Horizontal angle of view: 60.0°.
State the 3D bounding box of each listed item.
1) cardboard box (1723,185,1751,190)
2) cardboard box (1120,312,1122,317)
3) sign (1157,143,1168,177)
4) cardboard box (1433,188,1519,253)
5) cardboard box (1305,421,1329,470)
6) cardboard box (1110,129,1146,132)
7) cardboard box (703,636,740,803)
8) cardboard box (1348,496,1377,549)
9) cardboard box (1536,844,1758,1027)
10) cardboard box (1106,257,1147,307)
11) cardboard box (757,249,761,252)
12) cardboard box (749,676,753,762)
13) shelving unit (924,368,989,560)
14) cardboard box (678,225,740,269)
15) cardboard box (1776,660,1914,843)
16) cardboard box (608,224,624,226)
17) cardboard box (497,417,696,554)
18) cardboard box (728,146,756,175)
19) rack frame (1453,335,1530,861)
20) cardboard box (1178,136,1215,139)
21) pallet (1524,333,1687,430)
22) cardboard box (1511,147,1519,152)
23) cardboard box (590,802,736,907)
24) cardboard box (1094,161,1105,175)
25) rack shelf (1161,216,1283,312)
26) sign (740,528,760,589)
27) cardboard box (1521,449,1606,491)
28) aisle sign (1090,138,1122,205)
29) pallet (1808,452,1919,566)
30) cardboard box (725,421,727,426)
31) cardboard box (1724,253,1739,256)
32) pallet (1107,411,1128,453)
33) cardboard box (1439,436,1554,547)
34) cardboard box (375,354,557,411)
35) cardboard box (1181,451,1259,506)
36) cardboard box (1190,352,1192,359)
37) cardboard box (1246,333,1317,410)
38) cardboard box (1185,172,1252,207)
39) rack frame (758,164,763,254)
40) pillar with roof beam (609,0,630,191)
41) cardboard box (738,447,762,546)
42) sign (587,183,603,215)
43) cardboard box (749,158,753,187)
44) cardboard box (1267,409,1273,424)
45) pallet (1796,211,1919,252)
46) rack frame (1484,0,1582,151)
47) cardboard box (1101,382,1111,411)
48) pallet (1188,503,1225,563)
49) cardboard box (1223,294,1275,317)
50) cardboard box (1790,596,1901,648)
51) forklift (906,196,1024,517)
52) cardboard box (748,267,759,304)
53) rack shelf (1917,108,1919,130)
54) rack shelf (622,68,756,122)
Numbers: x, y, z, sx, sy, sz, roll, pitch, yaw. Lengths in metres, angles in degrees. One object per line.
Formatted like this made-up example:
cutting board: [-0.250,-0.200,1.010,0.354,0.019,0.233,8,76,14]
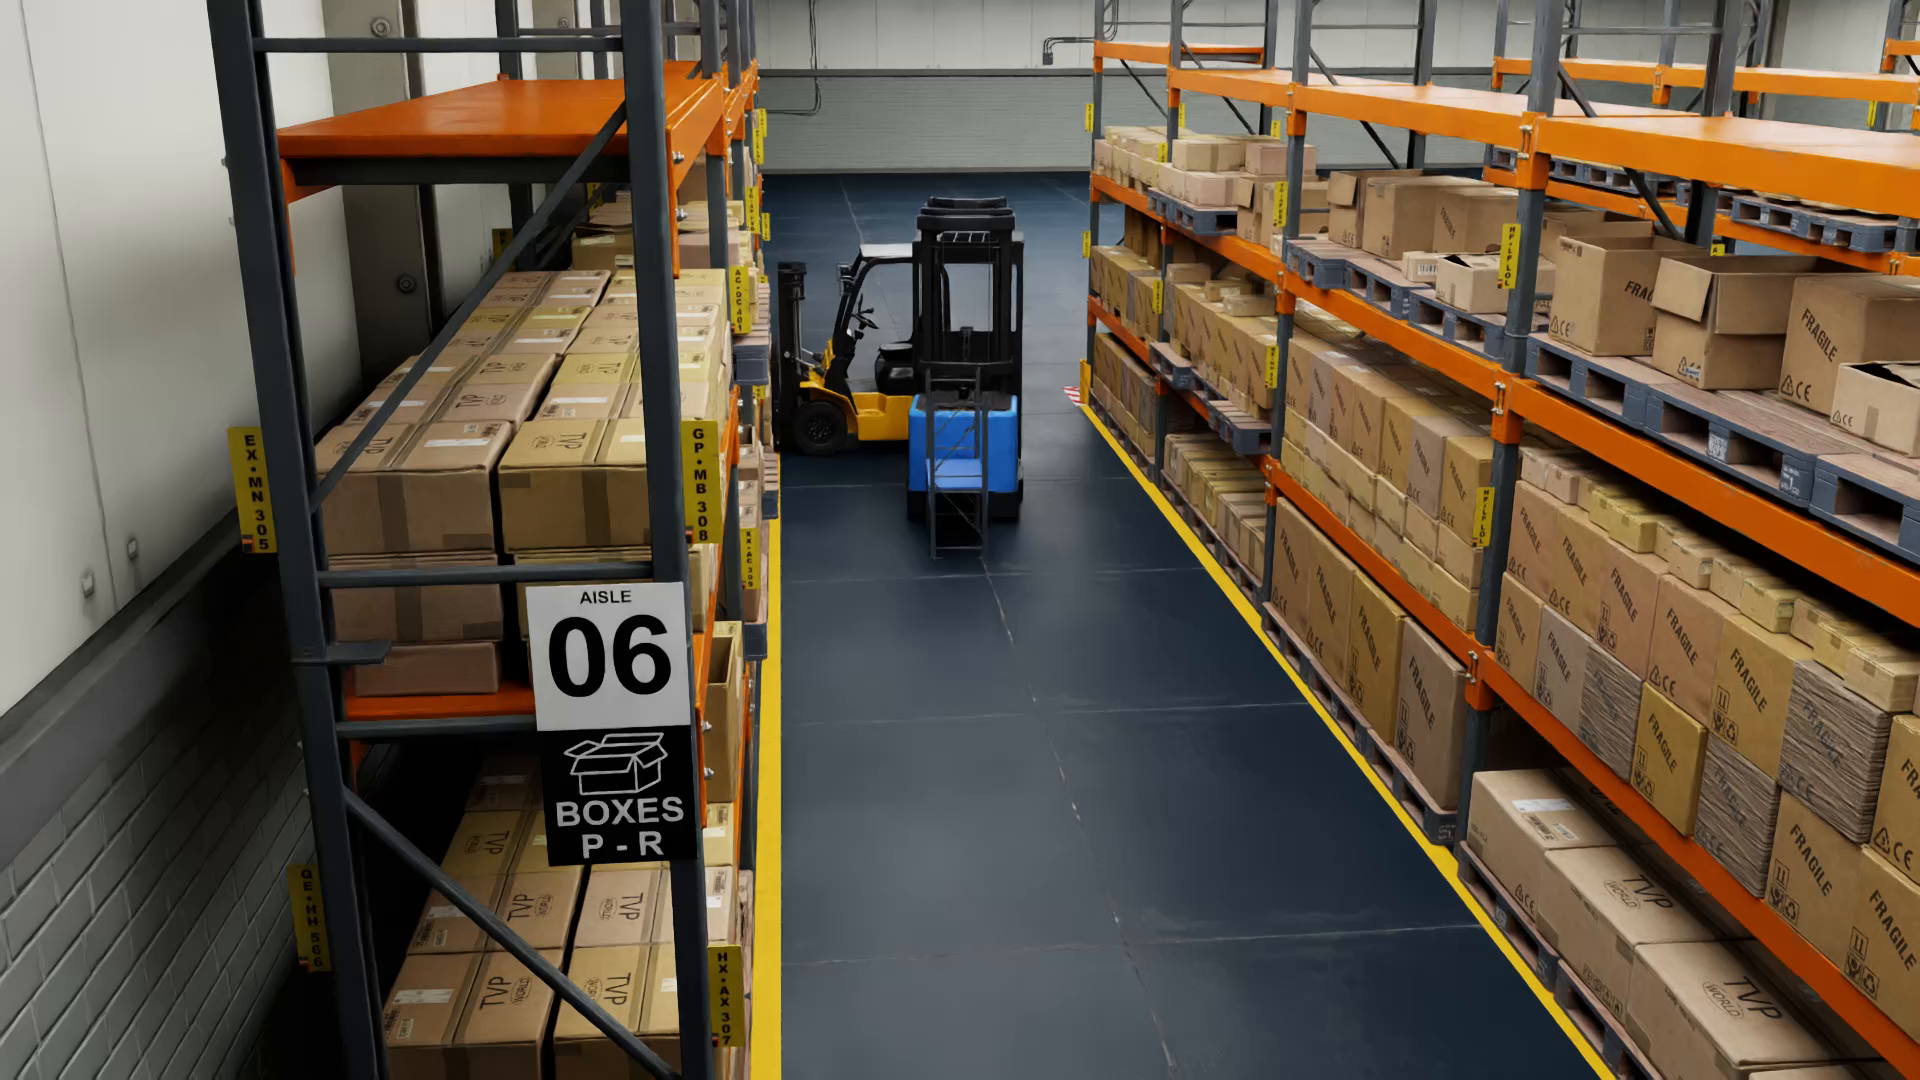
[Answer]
cardboard box: [7.296,-3.328,15.386,0.380,0.149,0.250,-2,18,-6]
cardboard box: [2.028,-2.589,18.908,0.380,0.149,0.250,-1,17,-4]
sign: [1.958,-3.670,16.060,0.100,0.325,0.005,-2,18,-6]
cardboard box: [3.380,-1.982,10.680,0.500,0.500,0.500,-2,18,-5]
cardboard box: [2.769,-0.674,11.803,0.500,0.250,0.500,-1,17,-4]
cardboard box: [1.925,-4.631,19.074,0.380,0.149,0.250,-2,18,-6]
cardboard box: [-1.136,0.700,6.514,0.500,0.500,0.500,-1,17,-4]
cardboard box: [2.883,-0.138,10.933,0.500,0.250,0.500,-2,18,-6]
cardboard box: [3.373,1.852,7.921,0.875,0.438,0.875,-2,18,-7]
cardboard box: [1.968,-2.937,18.933,0.500,0.500,0.500,-2,18,-7]
cardboard box: [-2.406,-3.147,18.519,0.380,0.149,0.250,-1,17,-4]
cardboard box: [-1.552,1.061,10.335,0.500,0.500,0.500,-2,18,-7]
shelving unit: [-0.039,-0.703,14.985,0.538,1.500,1.048,-1,17,-3]
cardboard box: [-1.298,-1.472,8.288,0.396,0.266,0.258,-2,18,-6]
cardboard box: [3.365,0.748,6.022,0.500,0.500,0.500,-2,18,-5]
cardboard box: [-2.073,-1.863,10.256,0.380,0.149,0.250,-2,18,-6]
cardboard box: [-0.998,-0.161,4.667,0.500,0.250,0.500,-2,18,-6]
cardboard box: [-2.283,-3.749,16.455,0.500,0.311,0.500,-1,17,-5]
rack frame: [3.322,0.373,9.056,1.000,3.000,0.127,-2,18,-6]
cardboard box: [2.547,-4.267,17.915,0.380,0.149,0.250,-1,17,-5]
pallet: [3.396,-0.772,7.842,1.003,0.211,1.213,-2,18,-6]
cardboard box: [6.767,-4.682,19.701,0.380,0.149,0.250,-2,18,-5]
cardboard box: [-1.088,1.204,6.162,0.500,0.250,0.500,-2,18,-7]
cardboard box: [1.796,-4.405,19.685,0.380,0.149,0.250,-2,18,-6]
rack shelf: [2.704,-2.503,14.408,1.077,0.370,4.000,-2,18,-6]
sign: [-1.075,0.095,8.495,0.100,0.325,0.005,-2,18,-6]
cardboard box: [3.097,-0.360,8.469,0.380,0.149,0.250,-2,18,-6]
aisle sign: [1.770,-4.452,20.083,0.394,0.787,0.004,-2,18,-6]
pallet: [3.648,-0.045,5.527,1.003,0.211,1.213,-2,18,-6]
cardboard box: [-1.261,-0.613,7.607,0.380,0.149,0.250,-2,18,-6]
cardboard box: [7.468,-2.571,16.595,0.700,0.500,0.500,-2,18,-7]
pallet: [2.264,-1.244,18.860,1.003,0.211,1.213,-2,18,-6]
cardboard box: [3.027,-0.278,9.290,0.500,0.500,0.500,-1,17,-4]
cardboard box: [-1.642,-0.453,5.597,0.500,0.250,0.500,-2,18,-5]
cardboard box: [2.631,-0.587,15.799,0.950,0.372,0.625,-1,17,-2]
cardboard box: [2.362,-1.760,15.567,0.380,0.149,0.250,-1,17,-2]
cardboard box: [2.586,-1.336,13.133,0.500,0.500,0.500,-2,18,-7]
cardboard box: [2.286,-3.084,14.607,0.500,0.250,0.500,-2,18,-6]
rack frame: [-2.852,-3.048,19.952,1.000,3.000,0.127,-2,18,-6]
pillar with roof beam: [0.605,-5.808,18.727,9.100,9.000,0.400,-2,18,-6]
cardboard box: [-1.576,-0.260,10.203,0.700,0.500,0.500,-2,18,-6]
sign: [-2.580,-2.366,11.774,0.100,0.325,0.005,-2,18,-6]
cardboard box: [-2.122,-3.285,14.979,0.500,0.311,0.500,-2,18,-7]
cardboard box: [2.642,-0.990,13.114,0.380,0.149,0.250,-1,17,-4]
pallet: [7.704,-2.533,13.619,1.213,0.211,1.003,-1,17,-3]
rack frame: [6.998,-6.248,20.128,1.000,3.000,0.127,-2,18,-6]
cardboard box: [1.938,-1.690,19.515,0.500,0.250,0.500,-1,17,-4]
pallet: [2.708,-0.084,15.166,1.003,0.211,1.213,-2,18,-6]
cardboard box: [2.461,-1.997,14.157,0.380,0.149,0.250,-3,18,-8]
cardboard box: [3.397,0.324,6.292,0.380,0.149,0.250,-2,18,-6]
forklift: [0.087,-2.006,16.748,1.130,2.935,3.031,1,17,2]
cardboard box: [-1.209,-1.277,8.356,0.380,0.149,0.250,-1,17,-4]
rack shelf: [8.029,-2.735,10.806,1.077,0.370,4.000,-2,18,-6]
rack shelf: [-2.233,-3.589,13.527,1.077,0.370,4.000,-2,18,-6]
